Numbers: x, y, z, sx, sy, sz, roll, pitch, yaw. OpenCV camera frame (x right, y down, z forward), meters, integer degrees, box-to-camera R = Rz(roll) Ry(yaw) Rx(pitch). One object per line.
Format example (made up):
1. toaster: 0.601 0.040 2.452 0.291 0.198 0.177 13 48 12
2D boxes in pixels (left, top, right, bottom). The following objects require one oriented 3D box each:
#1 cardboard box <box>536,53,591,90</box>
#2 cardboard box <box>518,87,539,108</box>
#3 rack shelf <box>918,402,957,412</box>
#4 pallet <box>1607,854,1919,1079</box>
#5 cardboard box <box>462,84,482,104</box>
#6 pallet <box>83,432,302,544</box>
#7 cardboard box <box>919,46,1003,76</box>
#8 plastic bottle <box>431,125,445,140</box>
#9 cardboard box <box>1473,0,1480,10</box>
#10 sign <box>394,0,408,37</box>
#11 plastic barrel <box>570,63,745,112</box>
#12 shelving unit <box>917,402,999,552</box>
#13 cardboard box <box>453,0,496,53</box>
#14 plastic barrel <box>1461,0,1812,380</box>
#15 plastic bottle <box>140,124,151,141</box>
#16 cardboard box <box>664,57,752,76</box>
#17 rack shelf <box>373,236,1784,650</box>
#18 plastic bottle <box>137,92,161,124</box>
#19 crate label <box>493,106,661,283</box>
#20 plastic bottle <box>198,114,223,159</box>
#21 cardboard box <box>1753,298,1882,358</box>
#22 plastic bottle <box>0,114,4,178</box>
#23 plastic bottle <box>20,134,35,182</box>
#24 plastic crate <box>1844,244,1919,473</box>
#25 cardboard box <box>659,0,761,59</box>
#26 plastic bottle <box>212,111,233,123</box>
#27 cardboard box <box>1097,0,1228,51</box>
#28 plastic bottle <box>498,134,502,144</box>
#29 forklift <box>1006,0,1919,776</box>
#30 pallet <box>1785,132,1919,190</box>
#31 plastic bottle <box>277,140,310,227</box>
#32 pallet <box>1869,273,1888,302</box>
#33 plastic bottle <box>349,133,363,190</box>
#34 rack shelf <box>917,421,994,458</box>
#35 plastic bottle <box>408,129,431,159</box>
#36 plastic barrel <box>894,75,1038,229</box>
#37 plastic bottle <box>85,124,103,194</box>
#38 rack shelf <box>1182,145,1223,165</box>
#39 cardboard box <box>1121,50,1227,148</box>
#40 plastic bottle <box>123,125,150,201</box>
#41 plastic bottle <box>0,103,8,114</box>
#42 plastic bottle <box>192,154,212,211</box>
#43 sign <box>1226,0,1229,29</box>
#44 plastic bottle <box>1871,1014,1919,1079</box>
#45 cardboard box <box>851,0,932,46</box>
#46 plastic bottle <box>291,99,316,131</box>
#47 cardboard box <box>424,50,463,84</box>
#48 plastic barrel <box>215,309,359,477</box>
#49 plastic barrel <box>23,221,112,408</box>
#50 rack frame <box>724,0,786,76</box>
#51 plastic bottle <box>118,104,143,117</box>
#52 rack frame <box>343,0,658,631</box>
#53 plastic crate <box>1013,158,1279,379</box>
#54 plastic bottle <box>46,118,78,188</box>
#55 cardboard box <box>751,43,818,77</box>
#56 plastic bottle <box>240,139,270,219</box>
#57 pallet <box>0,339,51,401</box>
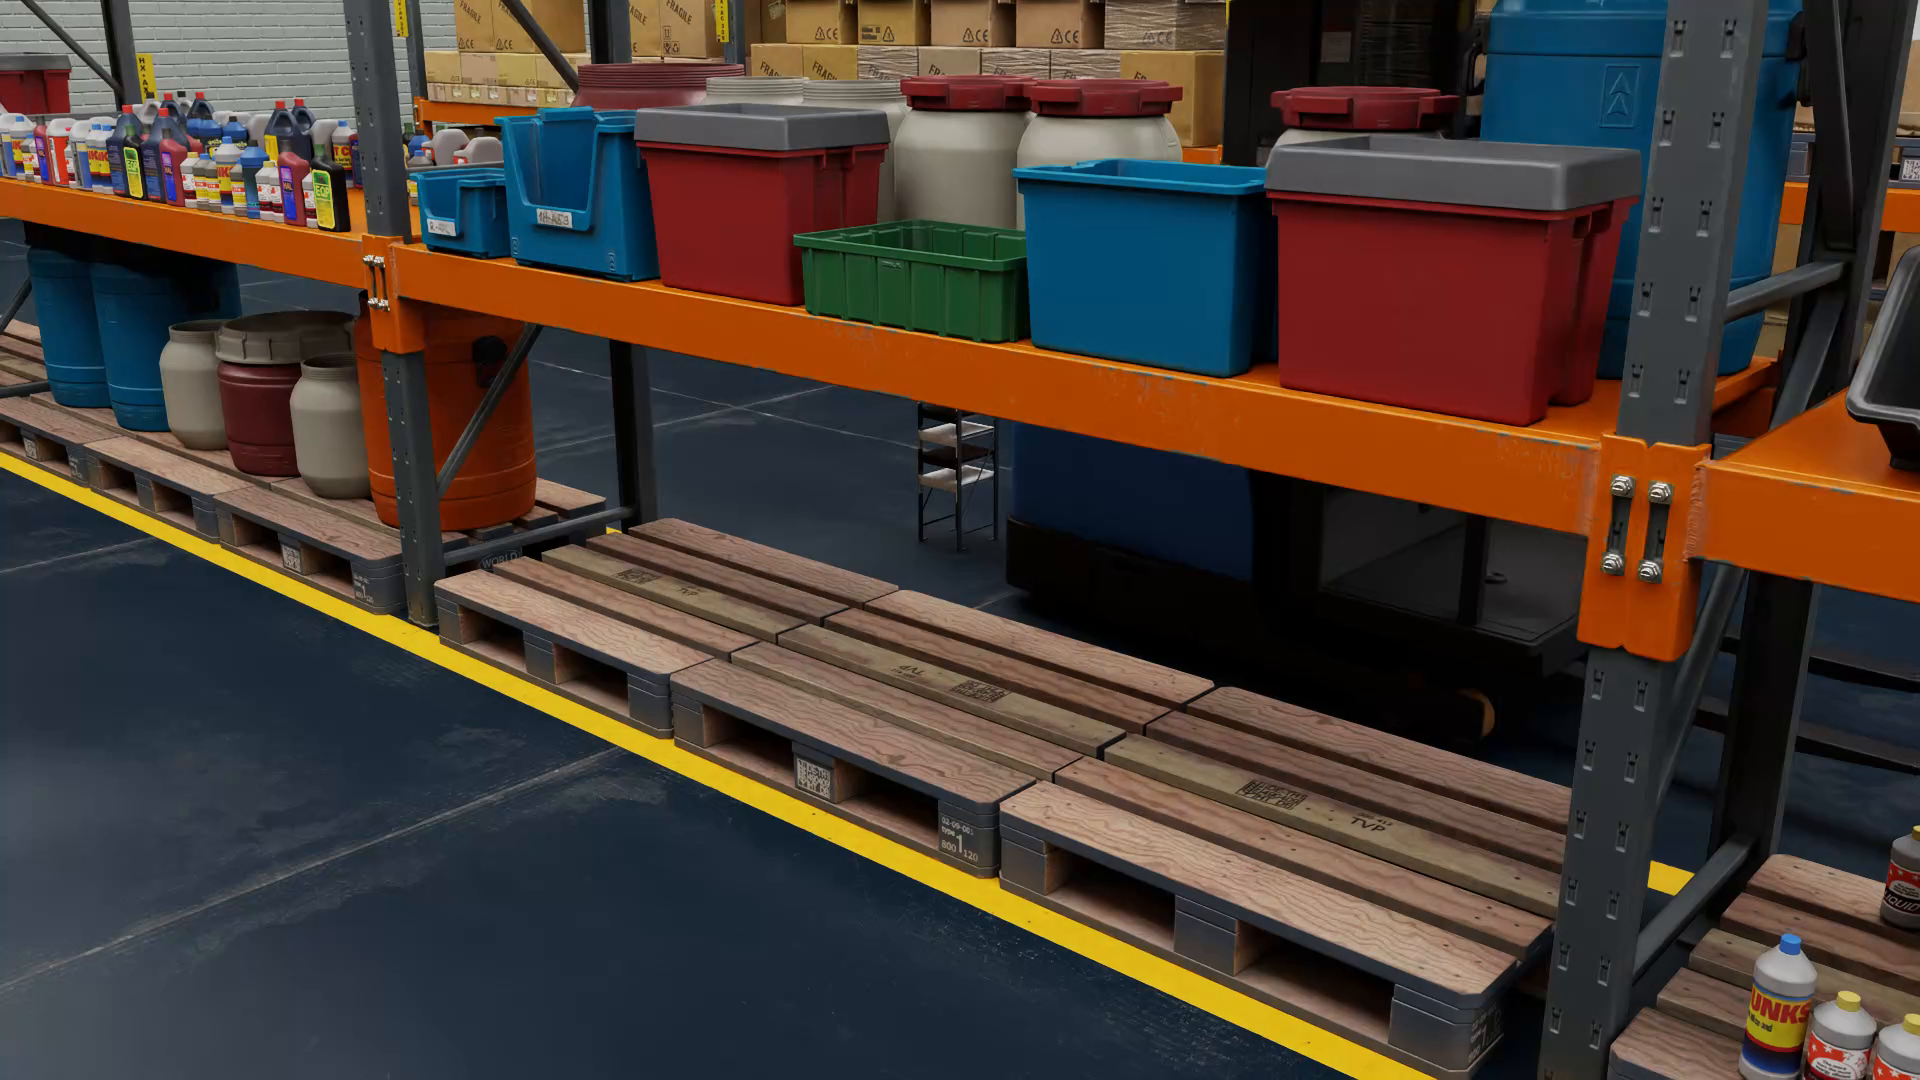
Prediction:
1. cardboard box: -2.874 -3.578 12.685 0.500 0.250 0.500 14 23 38
2. cardboard box: -3.204 -3.450 12.940 0.250 0.149 0.380 15 23 39
3. rack shelf: -0.006 -0.570 6.436 0.200 0.077 0.258 15 23 39
4. pallet: 1.948 1.030 3.018 1.213 0.211 1.003 15 23 39
5. cardboard box: -3.783 -3.606 13.429 0.250 0.149 0.380 14 23 38
6. pallet: -3.044 -0.312 7.245 1.213 0.211 1.003 15 23 39
7. cardboard box: 0.097 -2.765 10.201 0.500 0.500 0.500 16 23 40
8. plastic bottle: -2.043 -1.481 6.514 0.133 0.283 0.061 15 23 39
9. cardboard box: 5.494 -5.784 18.059 0.500 0.500 0.500 15 23 40
10. sign: -4.587 -4.300 13.639 0.005 0.325 0.100 15 23 39
11. plastic barrel: -0.970 -1.287 5.484 0.708 0.536 0.600 15 23 39
12. shelving unit: -0.006 -0.431 6.481 0.210 0.900 0.258 15 23 39
13. cardboard box: -3.660 -4.144 13.226 0.500 0.500 0.500 14 23 38
14. plastic barrel: 1.386 -0.829 3.436 0.708 0.901 0.600 15 23 39
15. plastic bottle: -3.156 -1.483 6.519 0.133 0.283 0.061 15 23 39
16. cardboard box: -1.727 -3.270 11.713 0.500 0.250 0.500 14 23 38
17. rack shelf: -0.022 -0.502 4.425 4.000 0.370 1.077 15 23 39
18. plastic bottle: -3.701 -1.883 7.669 0.185 0.351 0.144 15 23 39
19. crate label: -0.954 -1.003 4.755 0.616 0.435 0.502 15 23 39
20. plastic bottle: -3.318 -1.749 7.377 0.097 0.271 0.097 0 18 0
21. cardboard box: 3.972 -0.811 7.613 0.500 0.500 0.700 15 23 39
22. plastic bottle: -4.248 -1.753 7.390 0.097 0.271 0.097 0 18 0
23. plastic bottle: -4.001 -1.654 7.192 0.097 0.201 0.097 0 18 0
24. plastic crate: 1.781 -0.280 2.639 0.504 0.338 0.767 15 23 39
25. cardboard box: -1.743 -3.630 11.608 0.500 0.500 0.500 16 24 41
26. plastic bottle: -3.350 -1.810 7.562 0.135 0.276 0.152 15 23 39
27. cardboard box: 1.234 -3.044 9.420 0.637 0.503 0.797 16 24 41
28. plastic bottle: -1.696 -1.375 6.198 0.097 0.271 0.097 0 18 0
29. forklift: 1.582 -0.985 4.871 3.031 2.935 1.130 16 24 41
30. pallet: 4.286 -1.659 7.198 1.213 0.211 1.003 15 23 39
31. plastic bottle: -2.276 -1.222 5.697 0.133 0.283 0.061 15 23 39
32. pallet: 6.585 -1.720 11.682 1.213 0.211 1.003 15 23 39
33. plastic bottle: -2.461 -1.594 6.867 0.133 0.283 0.061 15 23 39
34. rack shelf: -0.006 -0.399 6.491 0.200 0.077 0.258 15 23 39
35. plastic bottle: -2.082 -1.454 6.448 0.097 0.271 0.097 0 18 0
36. plastic barrel: 0.031 -0.984 4.530 0.433 0.535 0.433 0 18 0
37. plastic bottle: -3.482 -1.548 6.742 0.097 0.271 0.097 0 18 0
38. rack shelf: 0.274 -2.426 10.487 4.000 0.370 1.077 15 23 39
39. cardboard box: 1.236 -2.458 9.233 0.500 0.500 0.500 16 24 41
40. plastic bottle: -3.197 -1.469 6.476 0.133 0.283 0.061 15 23 39
41. plastic bottle: -4.431 -1.874 7.641 0.185 0.351 0.144 15 23 39
42. plastic bottle: -2.787 -1.328 6.165 0.097 0.201 0.097 0 18 0
43. sign: 1.404 -2.793 8.540 0.005 0.325 0.100 15 23 39
44. plastic bottle: 1.573 0.884 2.765 0.097 0.201 0.097 0 18 0
45. cardboard box: -0.233 -3.430 10.636 0.637 0.503 0.797 15 23 40
46. plastic bottle: -2.781 -1.695 7.075 0.185 0.351 0.144 15 23 39
47. cardboard box: -4.034 -3.887 13.656 0.500 0.250 0.500 14 23 38
48. plastic barrel: -2.740 -0.619 6.895 0.708 0.588 0.600 15 23 39
49. plastic barrel: -4.114 -1.137 8.010 0.708 0.901 0.600 15 23 39
50. rack frame: -1.222 -3.171 11.643 0.127 3.000 1.000 15 23 39
51. plastic bottle: -4.000 -1.985 8.112 0.135 0.276 0.152 15 23 39
52. rack frame: -1.518 -1.247 5.582 0.127 3.000 1.000 15 23 39
53. plastic crate: 0.442 -0.587 3.530 0.575 0.384 0.392 15 23 39
54. plastic bottle: -3.724 -1.626 6.981 0.135 0.276 0.152 15 23 39
55. cardboard box: -1.044 -3.069 11.159 0.500 0.500 0.500 15 23 39
56. plastic bottle: -2.496 -1.283 5.908 0.097 0.271 0.097 0 18 0
57. pallet: -5.085 -0.860 8.972 1.213 0.211 1.003 15 23 39
